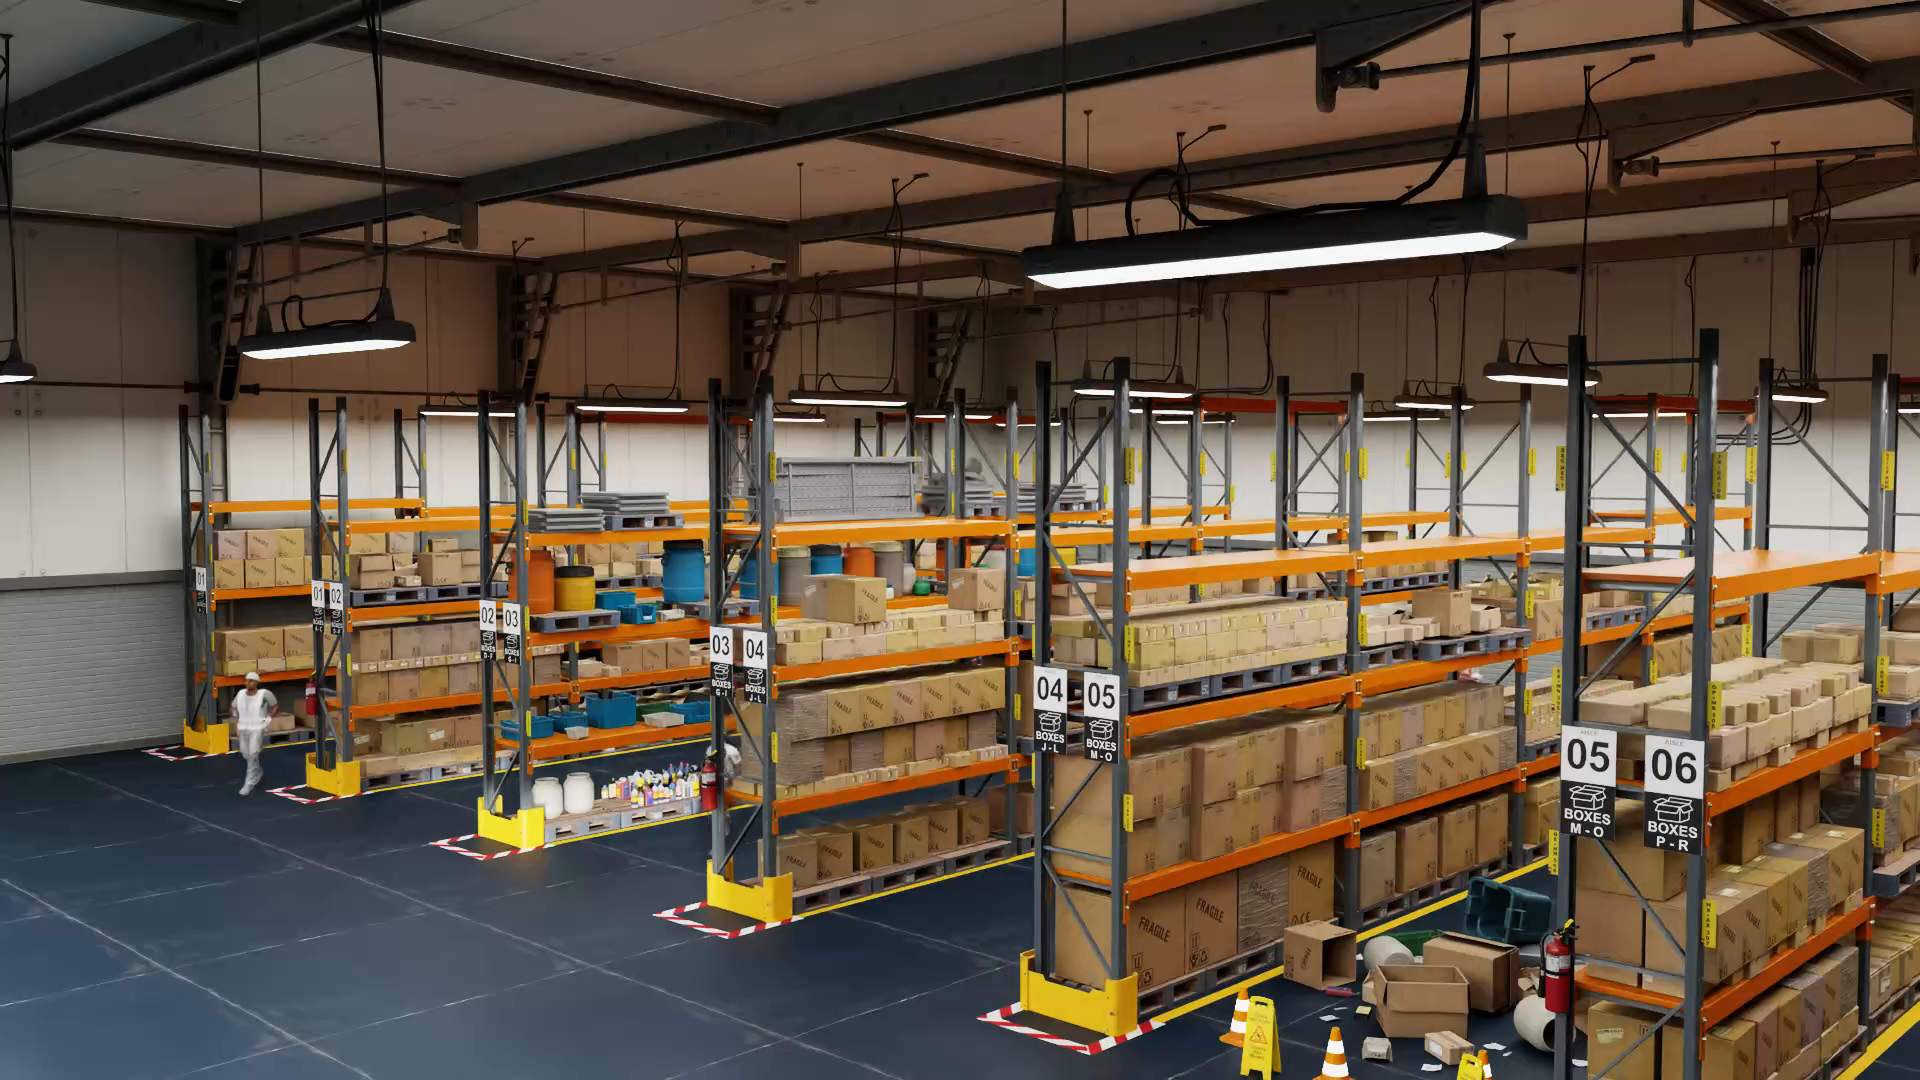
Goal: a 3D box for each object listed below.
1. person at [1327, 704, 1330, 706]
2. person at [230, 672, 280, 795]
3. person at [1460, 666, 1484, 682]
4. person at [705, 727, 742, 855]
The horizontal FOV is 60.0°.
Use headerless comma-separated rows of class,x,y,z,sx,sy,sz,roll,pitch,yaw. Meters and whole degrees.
person,5.074,3.125,22.794,0.641,1.764,0.784,2,4,34
person,-10.833,2.920,25.404,0.682,1.809,0.869,0,3,8
person,9.411,2.672,30.697,0.668,1.793,0.653,-3,4,-41
person,-3.059,3.204,21.612,0.583,1.688,0.684,1,3,25
